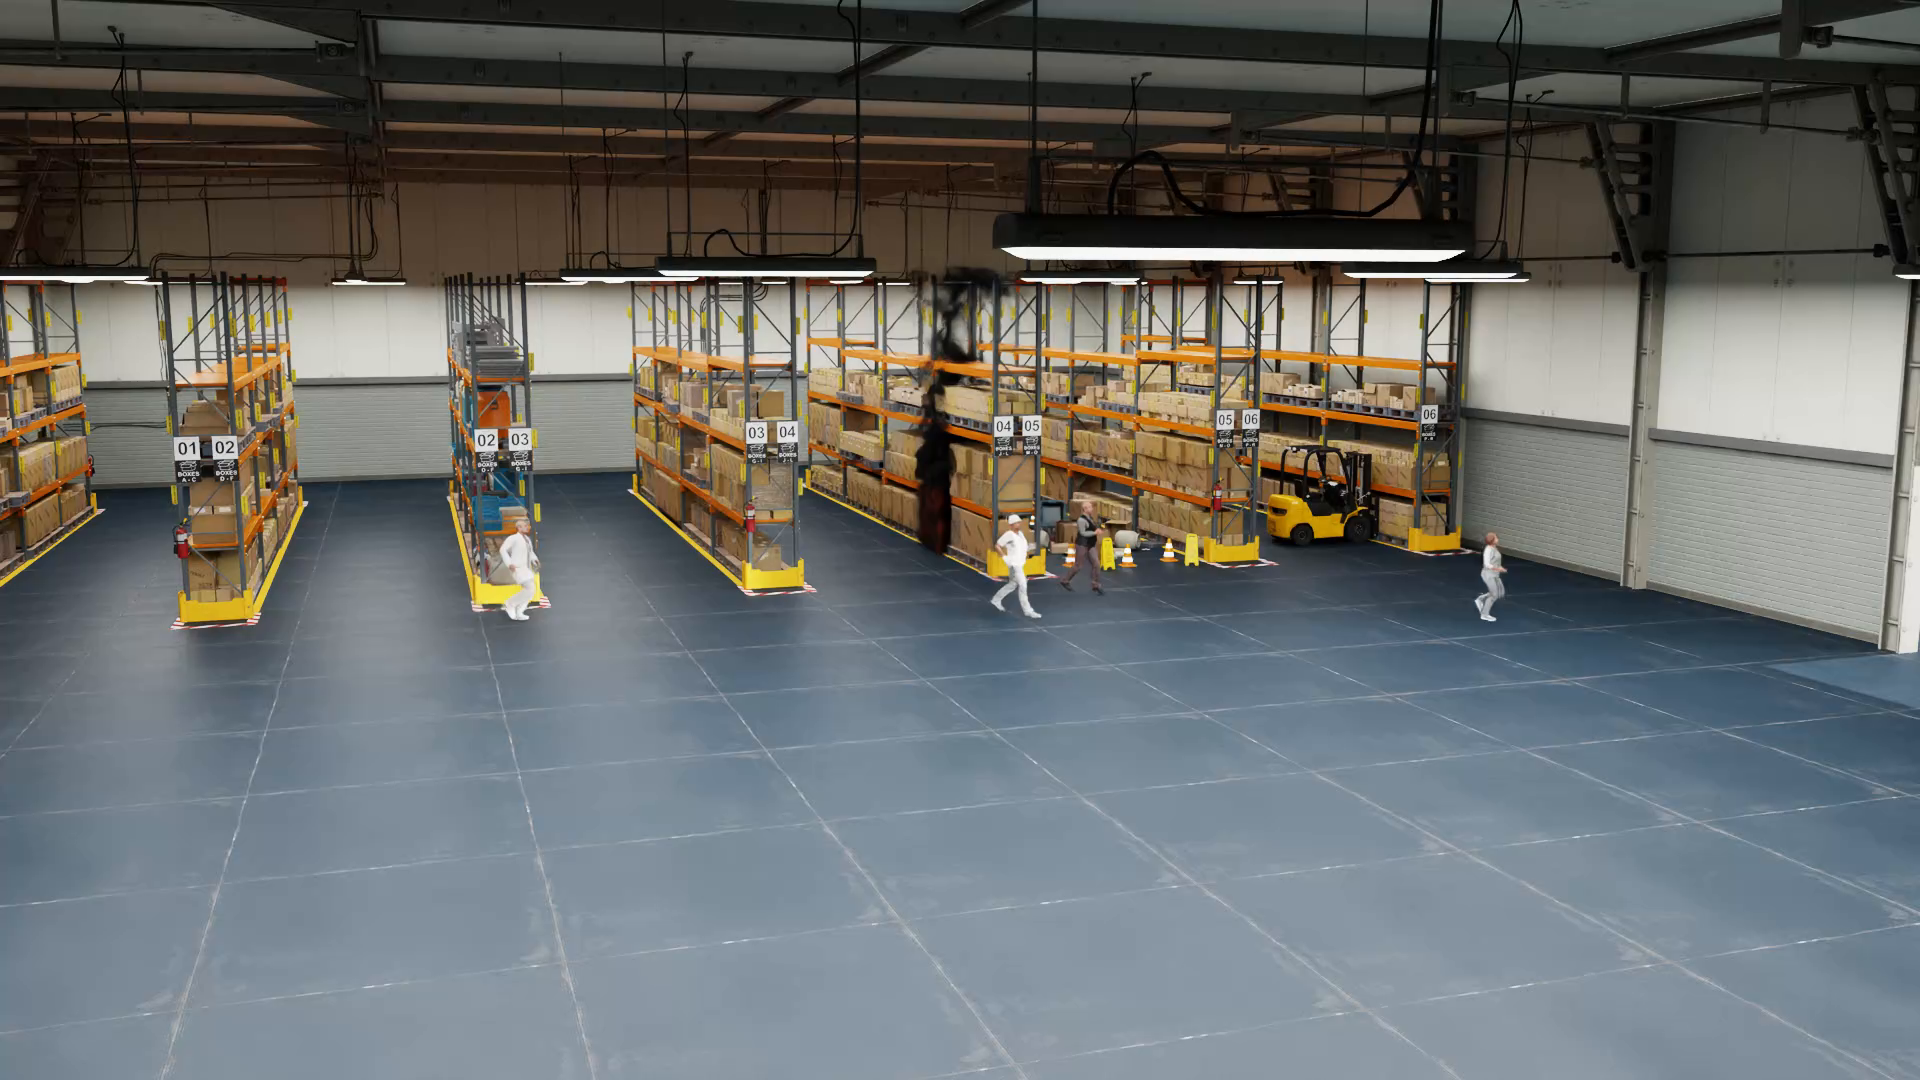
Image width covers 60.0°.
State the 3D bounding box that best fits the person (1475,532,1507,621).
[{"bbox_3d":[9.192,0.632,28.768,0.563,1.553,0.555,6,11,36],"label":"person"}]

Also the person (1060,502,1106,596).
[{"bbox_3d":[2.326,0.154,31.237,0.899,1.756,0.635,5,10,30],"label":"person"}]

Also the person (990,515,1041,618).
[{"bbox_3d":[0.973,0.439,29.067,0.993,1.772,0.682,3,9,21],"label":"person"}]

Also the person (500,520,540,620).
[{"bbox_3d":[-7.595,0.625,28.964,0.563,1.507,0.747,2,9,10],"label":"person"}]
